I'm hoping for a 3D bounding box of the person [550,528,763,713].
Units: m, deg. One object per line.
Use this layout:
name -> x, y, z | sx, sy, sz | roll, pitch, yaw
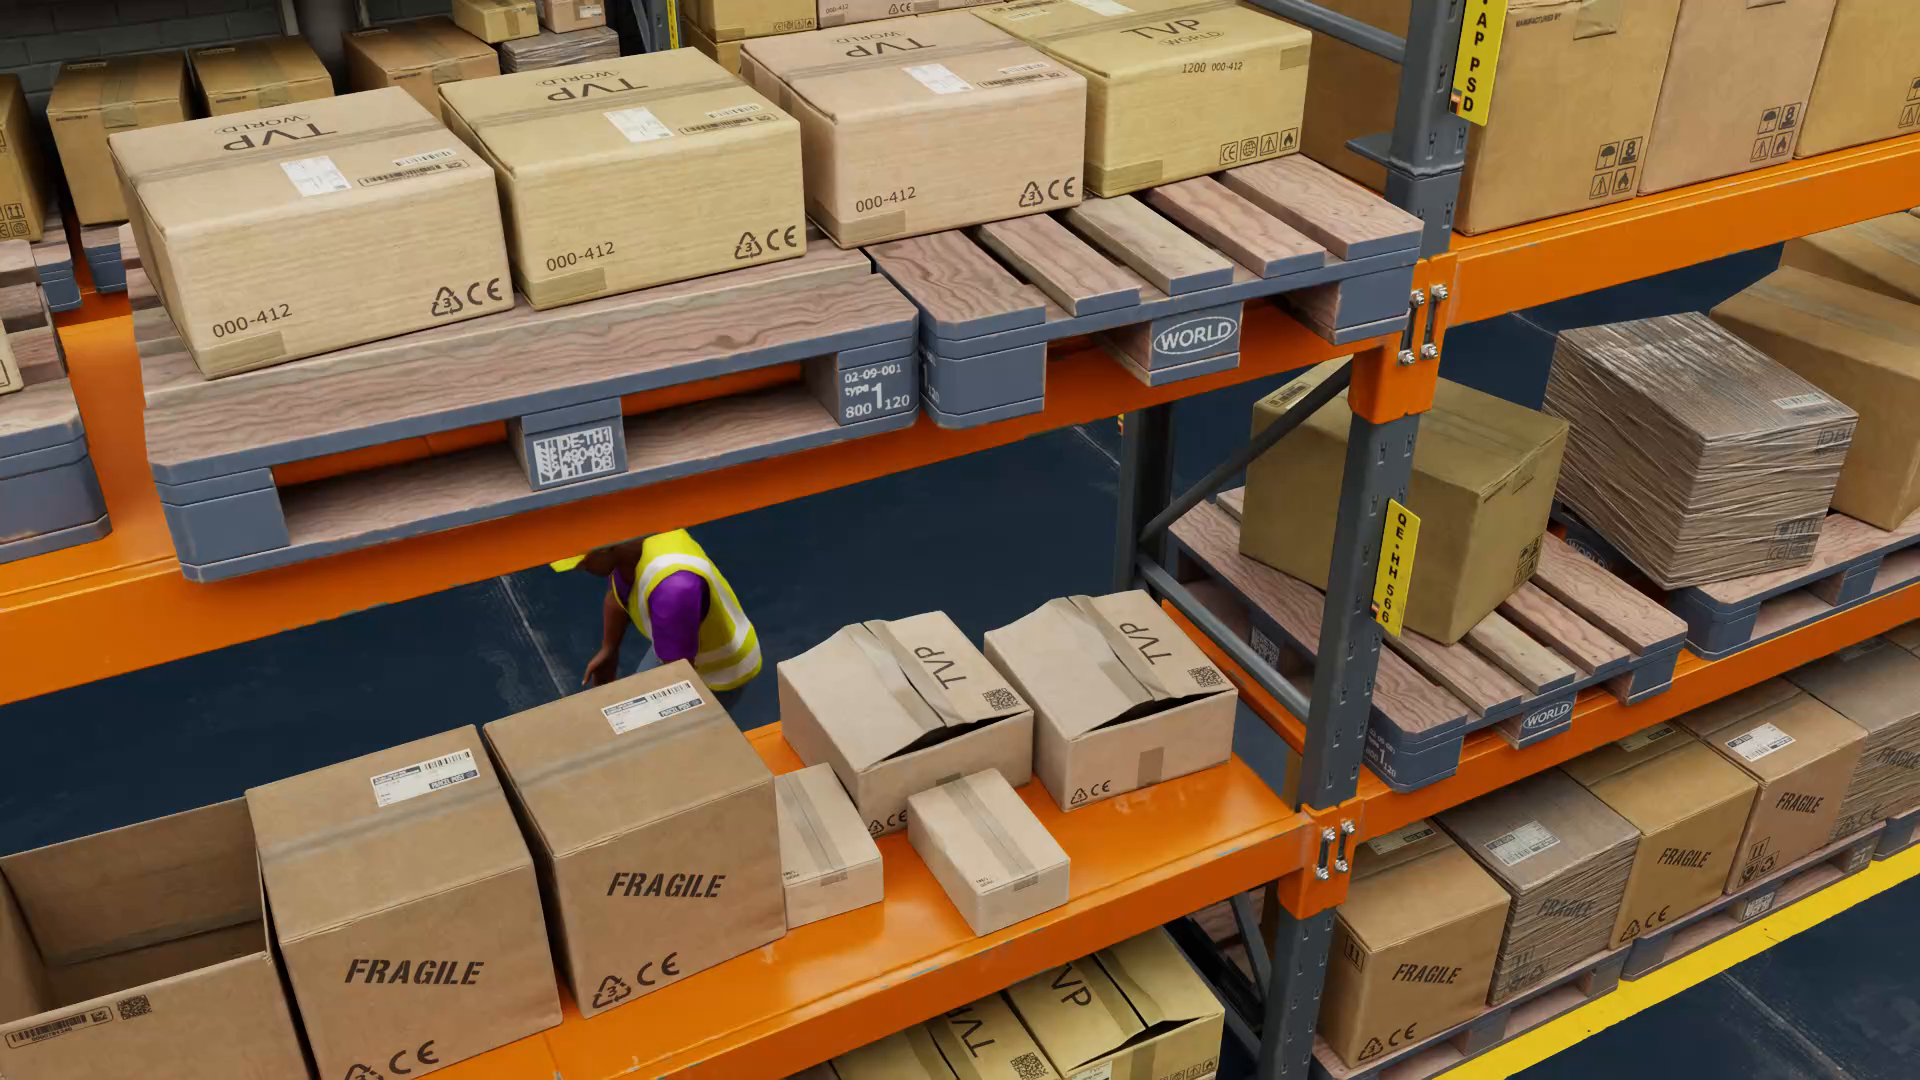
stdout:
person -> -0.987, 0.459, 5.592 | 0.644, 1.568, 0.622 | -16, 36, -23
